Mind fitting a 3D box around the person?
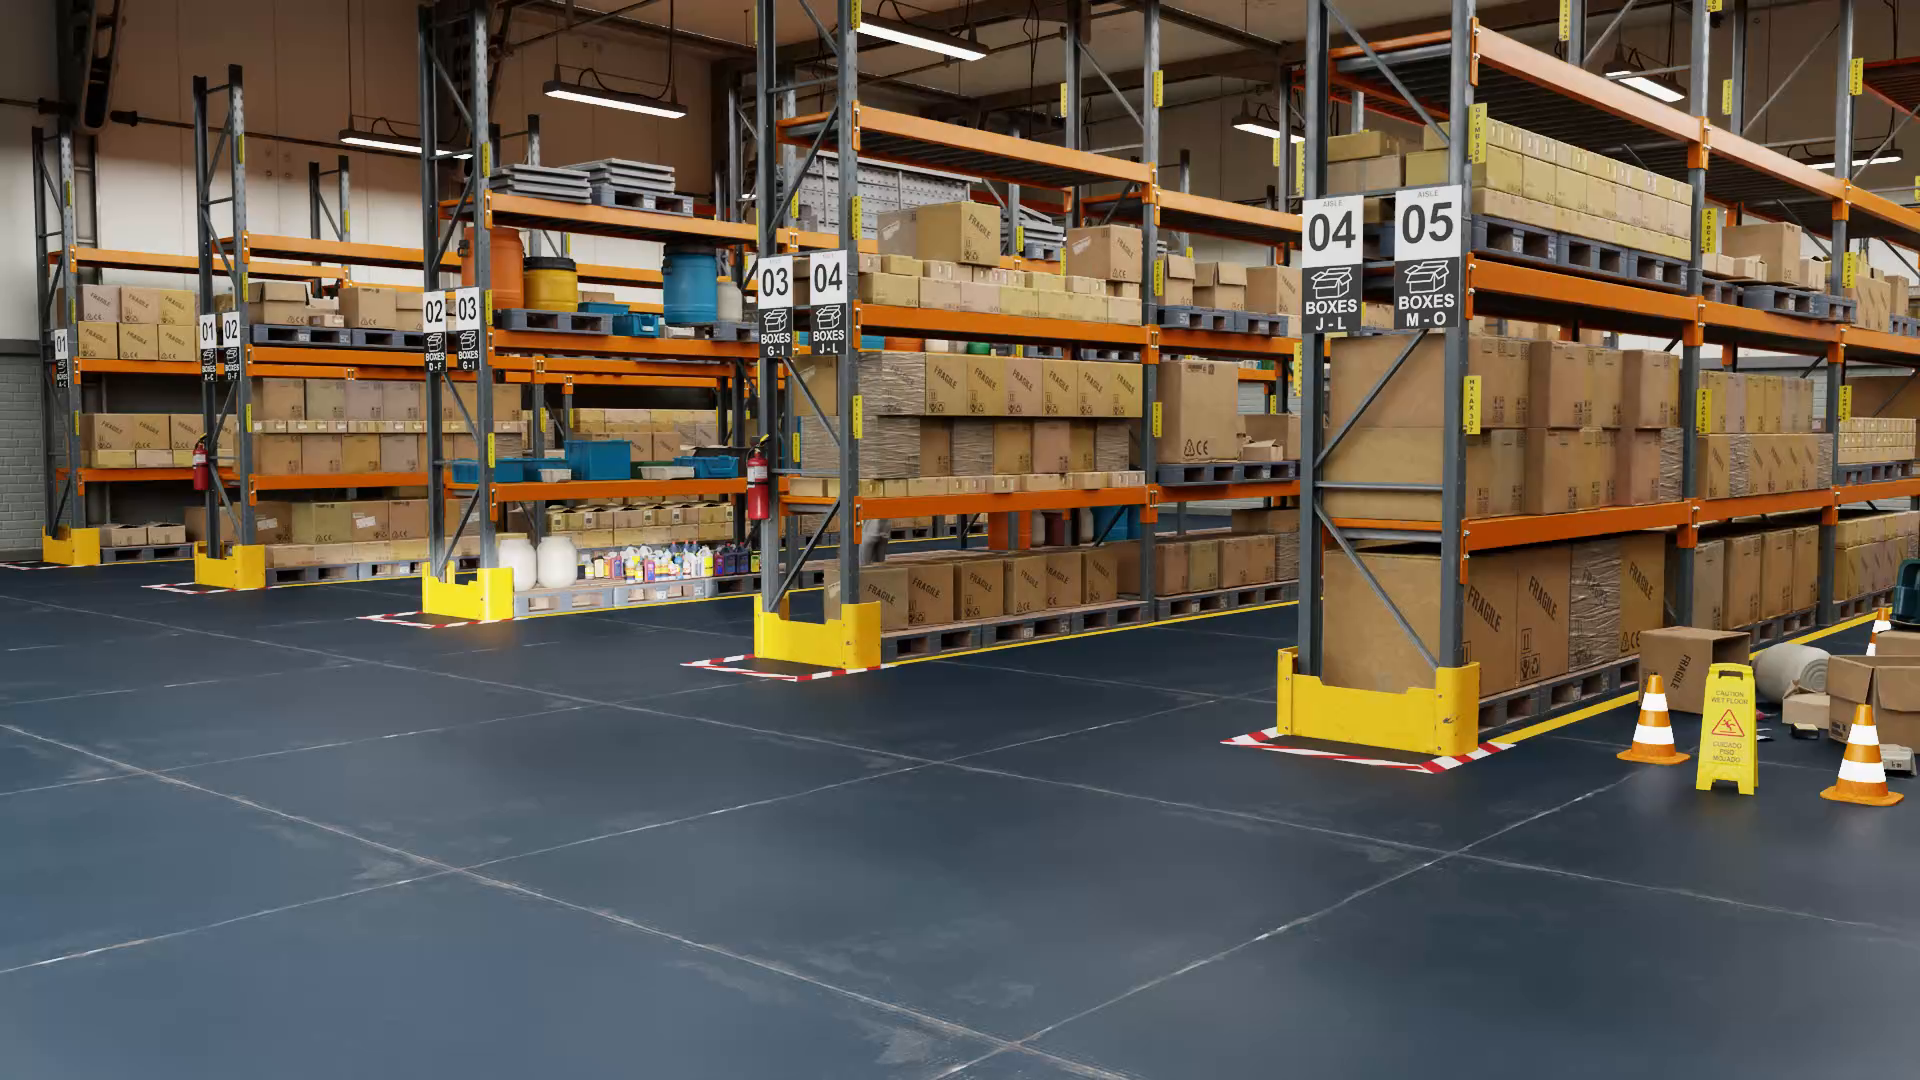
[{"bbox_3d":[5.752,-2.721,23.529,24.290,6.000,19.911,3,5,38],"label":"person"}]
